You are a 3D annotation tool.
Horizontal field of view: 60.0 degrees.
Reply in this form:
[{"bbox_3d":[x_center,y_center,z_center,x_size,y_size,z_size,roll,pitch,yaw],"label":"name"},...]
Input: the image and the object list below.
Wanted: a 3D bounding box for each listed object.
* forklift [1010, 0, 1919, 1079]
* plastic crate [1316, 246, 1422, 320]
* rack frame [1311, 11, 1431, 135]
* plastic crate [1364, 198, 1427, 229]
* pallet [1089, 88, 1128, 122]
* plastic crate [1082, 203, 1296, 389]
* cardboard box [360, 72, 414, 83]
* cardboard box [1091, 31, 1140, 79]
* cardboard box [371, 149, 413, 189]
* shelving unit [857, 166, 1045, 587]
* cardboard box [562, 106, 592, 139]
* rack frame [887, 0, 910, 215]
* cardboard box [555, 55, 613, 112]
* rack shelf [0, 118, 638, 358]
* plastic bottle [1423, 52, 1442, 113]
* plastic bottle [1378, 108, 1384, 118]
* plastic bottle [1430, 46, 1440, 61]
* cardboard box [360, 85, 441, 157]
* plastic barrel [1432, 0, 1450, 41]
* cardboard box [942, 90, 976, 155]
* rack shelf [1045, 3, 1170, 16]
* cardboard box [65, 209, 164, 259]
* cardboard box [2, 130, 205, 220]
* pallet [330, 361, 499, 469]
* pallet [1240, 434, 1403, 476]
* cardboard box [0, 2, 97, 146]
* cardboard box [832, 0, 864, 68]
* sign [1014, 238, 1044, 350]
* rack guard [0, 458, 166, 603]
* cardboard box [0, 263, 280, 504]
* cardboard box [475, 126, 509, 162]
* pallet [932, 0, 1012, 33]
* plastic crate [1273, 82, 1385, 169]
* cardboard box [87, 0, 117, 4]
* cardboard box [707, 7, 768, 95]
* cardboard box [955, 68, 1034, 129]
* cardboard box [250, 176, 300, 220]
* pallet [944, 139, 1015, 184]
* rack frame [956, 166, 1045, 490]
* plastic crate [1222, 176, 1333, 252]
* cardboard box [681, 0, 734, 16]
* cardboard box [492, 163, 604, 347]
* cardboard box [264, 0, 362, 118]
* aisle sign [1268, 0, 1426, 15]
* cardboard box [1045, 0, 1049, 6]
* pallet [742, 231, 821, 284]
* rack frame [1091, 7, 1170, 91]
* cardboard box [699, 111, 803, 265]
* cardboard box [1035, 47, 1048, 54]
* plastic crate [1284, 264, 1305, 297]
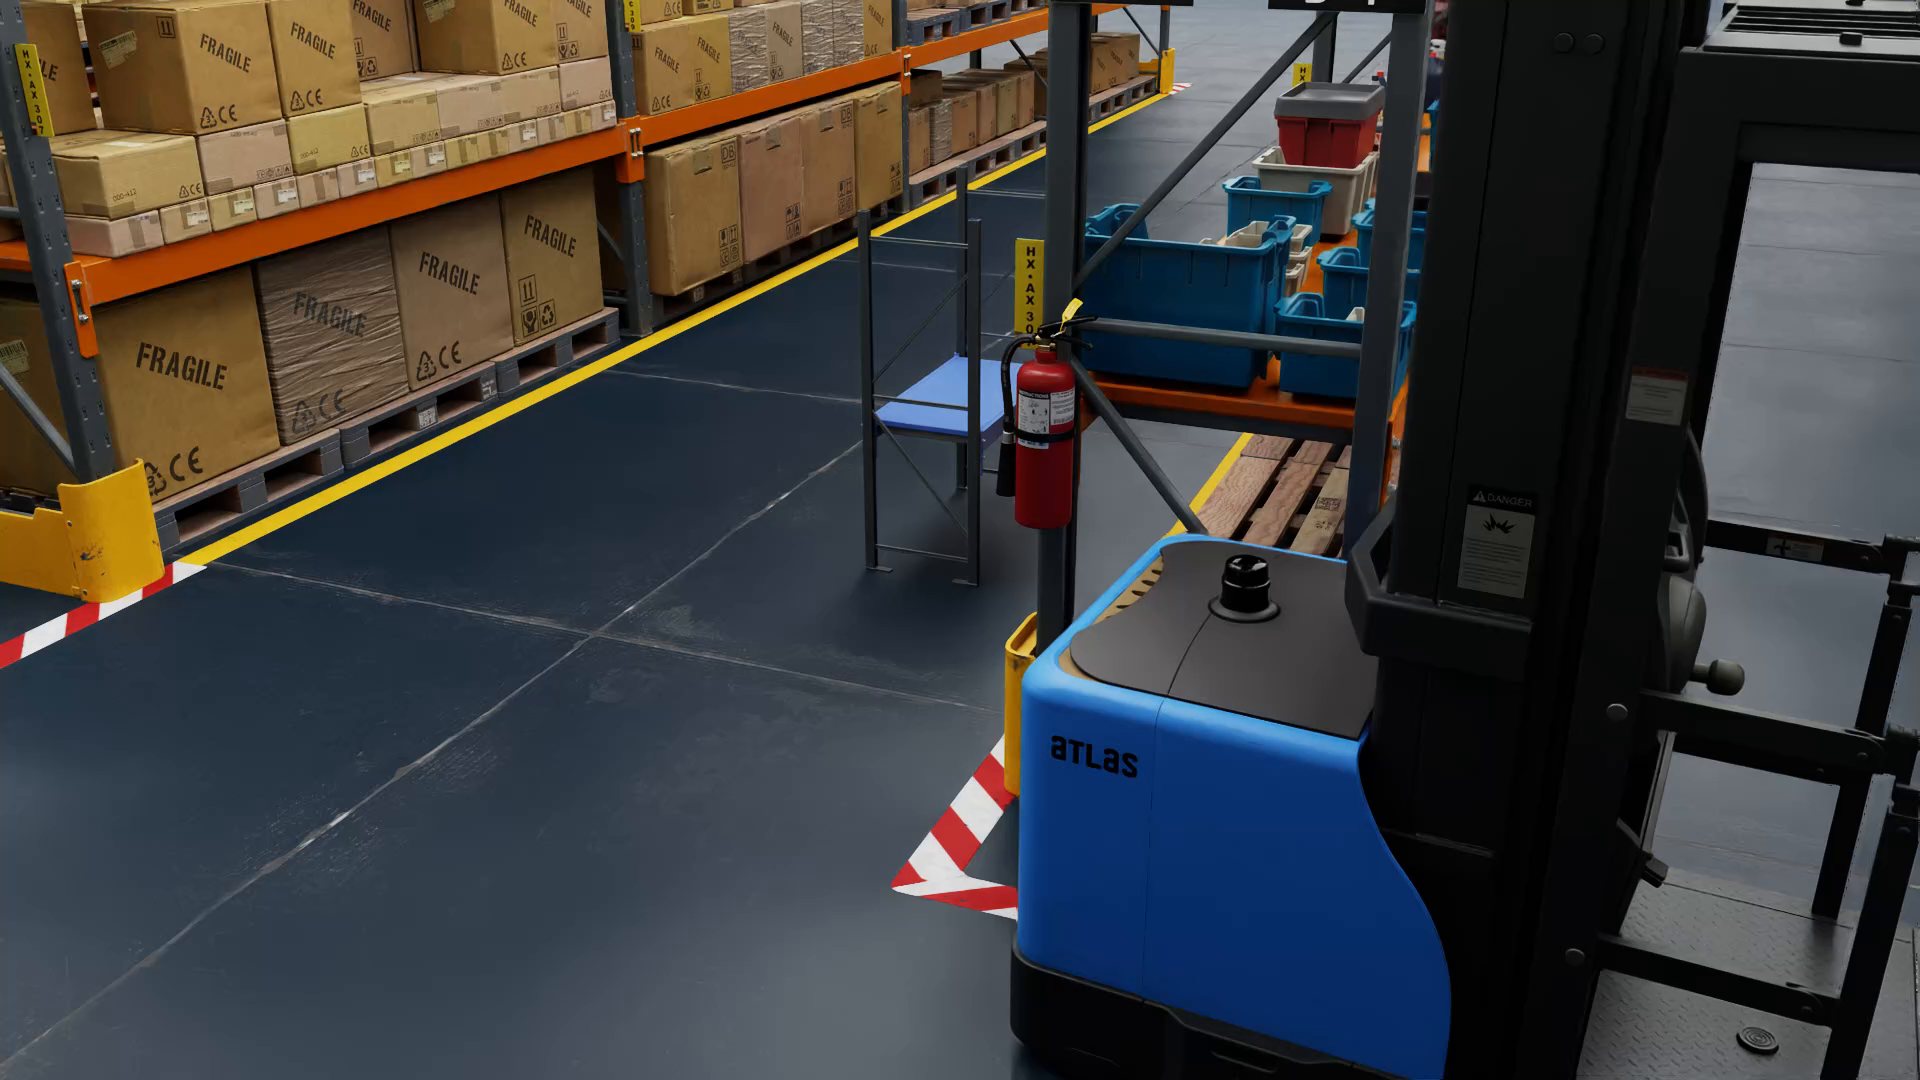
[{"bbox_3d":[1.676,0.026,3.385,3.031,2.935,1.130,11,25,25],"label":"forklift"},{"bbox_3d":[1.367,-0.795,5.401,0.416,0.233,0.300,9,24,20],"label":"plastic crate"},{"bbox_3d":[2.211,-1.999,8.144,1.000,3.000,0.127,9,24,20],"label":"rack frame"},{"bbox_3d":[1.723,-1.138,6.222,0.416,0.233,0.300,9,24,20],"label":"plastic crate"},{"bbox_3d":[1.252,-4.968,18.869,1.003,0.211,1.213,9,24,20],"label":"pallet"},{"bbox_3d":[0.676,-0.758,5.050,0.616,0.435,0.499,9,24,20],"label":"plastic crate"},{"bbox_3d":[-3.182,-2.282,8.631,0.500,0.250,0.500,9,24,21],"label":"cardboard box"},{"bbox_3d":[1.822,-5.822,19.994,0.500,0.500,0.500,14,26,30],"label":"cardboard box"},{"bbox_3d":[-2.865,-1.791,7.973,0.380,0.149,0.250,8,24,19],"label":"cardboard box"},{"bbox_3d":[0.032,-0.723,7.034,0.538,1.500,1.048,9,24,20],"label":"shelving unit"},{"bbox_3d":[-2.293,-2.344,9.296,0.380,0.149,0.250,9,24,21],"label":"cardboard box"},{"bbox_3d":[-0.902,-4.140,13.269,1.000,3.000,0.127,9,24,20],"label":"rack frame"},{"bbox_3d":[-2.308,-2.581,9.345,0.500,0.250,0.500,8,24,19],"label":"cardboard box"},{"bbox_3d":[-3.131,-1.661,8.267,1.077,0.370,4.000,9,24,20],"label":"rack shelf"},{"bbox_3d":[2.849,-2.773,10.060,0.144,0.351,0.185,9,24,20],"label":"plastic bottle"},{"bbox_3d":[2.193,-2.260,8.930,0.152,0.276,0.135,9,24,20],"label":"plastic bottle"},{"bbox_3d":[3.064,-3.099,10.939,0.152,0.276,0.135,9,24,20],"label":"plastic bottle"},{"bbox_3d":[-2.879,-2.032,8.031,0.500,0.250,0.500,8,24,19],"label":"cardboard box"},{"bbox_3d":[3.588,-3.703,12.046,0.600,0.536,0.708,9,24,20],"label":"plastic barrel"},{"bbox_3d":[-0.273,-3.836,15.214,0.700,0.500,0.500,11,25,24],"label":"cardboard box"},{"bbox_3d":[1.327,-5.955,18.548,1.077,0.370,4.000,9,24,20],"label":"rack shelf"},{"bbox_3d":[-3.435,-1.241,6.655,0.380,0.149,0.250,9,24,21],"label":"cardboard box"},{"bbox_3d":[-3.445,-1.478,6.705,0.500,0.250,0.500,8,24,19],"label":"cardboard box"},{"bbox_3d":[-3.195,-0.723,8.706,1.003,0.211,1.213,9,24,20],"label":"pallet"},{"bbox_3d":[1.974,-0.444,8.039,1.003,0.211,1.213,9,24,20],"label":"pallet"},{"bbox_3d":[-3.937,-1.903,6.750,0.500,0.500,0.500,9,24,21],"label":"cardboard box"},{"bbox_3d":[-1.046,-3.796,12.317,0.500,0.500,0.500,9,24,20],"label":"cardboard box"},{"bbox_3d":[0.208,-0.716,4.861,0.100,0.325,0.005,9,24,20],"label":"sign"},{"bbox_3d":[-3.883,-0.115,6.876,1.175,0.500,0.348,9,24,20],"label":"rack guard"},{"bbox_3d":[-3.710,-0.731,7.319,0.875,0.875,0.875,9,24,20],"label":"cardboard box"},{"bbox_3d":[-2.579,-2.068,8.635,0.380,0.149,0.250,9,24,21],"label":"cardboard box"},{"bbox_3d":[-0.205,-4.765,15.016,1.003,0.211,1.213,9,24,20],"label":"pallet"},{"bbox_3d":[1.646,-1.773,7.441,0.402,0.464,0.583,9,24,20],"label":"plastic crate"},{"bbox_3d":[-6.288,-3.838,11.941,0.380,0.149,0.250,8,24,19],"label":"cardboard box"},{"bbox_3d":[-1.613,-3.242,10.991,0.500,0.500,0.500,8,24,19],"label":"cardboard box"},{"bbox_3d":[0.336,-4.404,16.574,0.700,0.500,0.500,7,24,16],"label":"cardboard box"},{"bbox_3d":[-3.151,-1.518,7.318,0.380,0.149,0.250,8,24,19],"label":"cardboard box"},{"bbox_3d":[-0.156,-3.567,15.517,1.003,0.211,1.213,9,24,20],"label":"pallet"},{"bbox_3d":[0.220,-0.904,7.470,0.500,1.500,0.032,9,24,20],"label":"rack frame"},{"bbox_3d":[1.250,-1.290,6.585,0.416,0.233,0.300,9,24,20],"label":"plastic crate"},{"bbox_3d":[-1.893,-3.691,10.763,0.797,0.503,0.637,9,24,21],"label":"cardboard box"},{"bbox_3d":[-2.707,-1.697,9.633,0.875,0.875,0.875,9,24,20],"label":"cardboard box"},{"bbox_3d":[-3.072,-2.189,7.435,0.500,0.500,0.500,8,24,19],"label":"cardboard box"},{"bbox_3d":[0.974,-1.699,4.053,0.394,0.787,0.004,9,24,20],"label":"aisle sign"},{"bbox_3d":[0.943,-5.489,16.825,0.380,0.149,0.250,9,24,20],"label":"cardboard box"},{"bbox_3d":[-1.720,-2.147,12.115,1.003,0.211,1.213,9,24,20],"label":"pallet"},{"bbox_3d":[2.069,-7.003,20.123,1.000,3.000,0.127,9,24,20],"label":"rack frame"},{"bbox_3d":[-1.838,-2.473,11.492,1.225,0.875,0.875,8,24,18],"label":"cardboard box"},{"bbox_3d":[1.133,-5.188,18.478,0.500,0.500,0.500,7,24,15],"label":"cardboard box"},{"bbox_3d":[0.981,-0.893,5.761,0.396,0.136,0.243,9,24,20],"label":"plastic crate"}]
